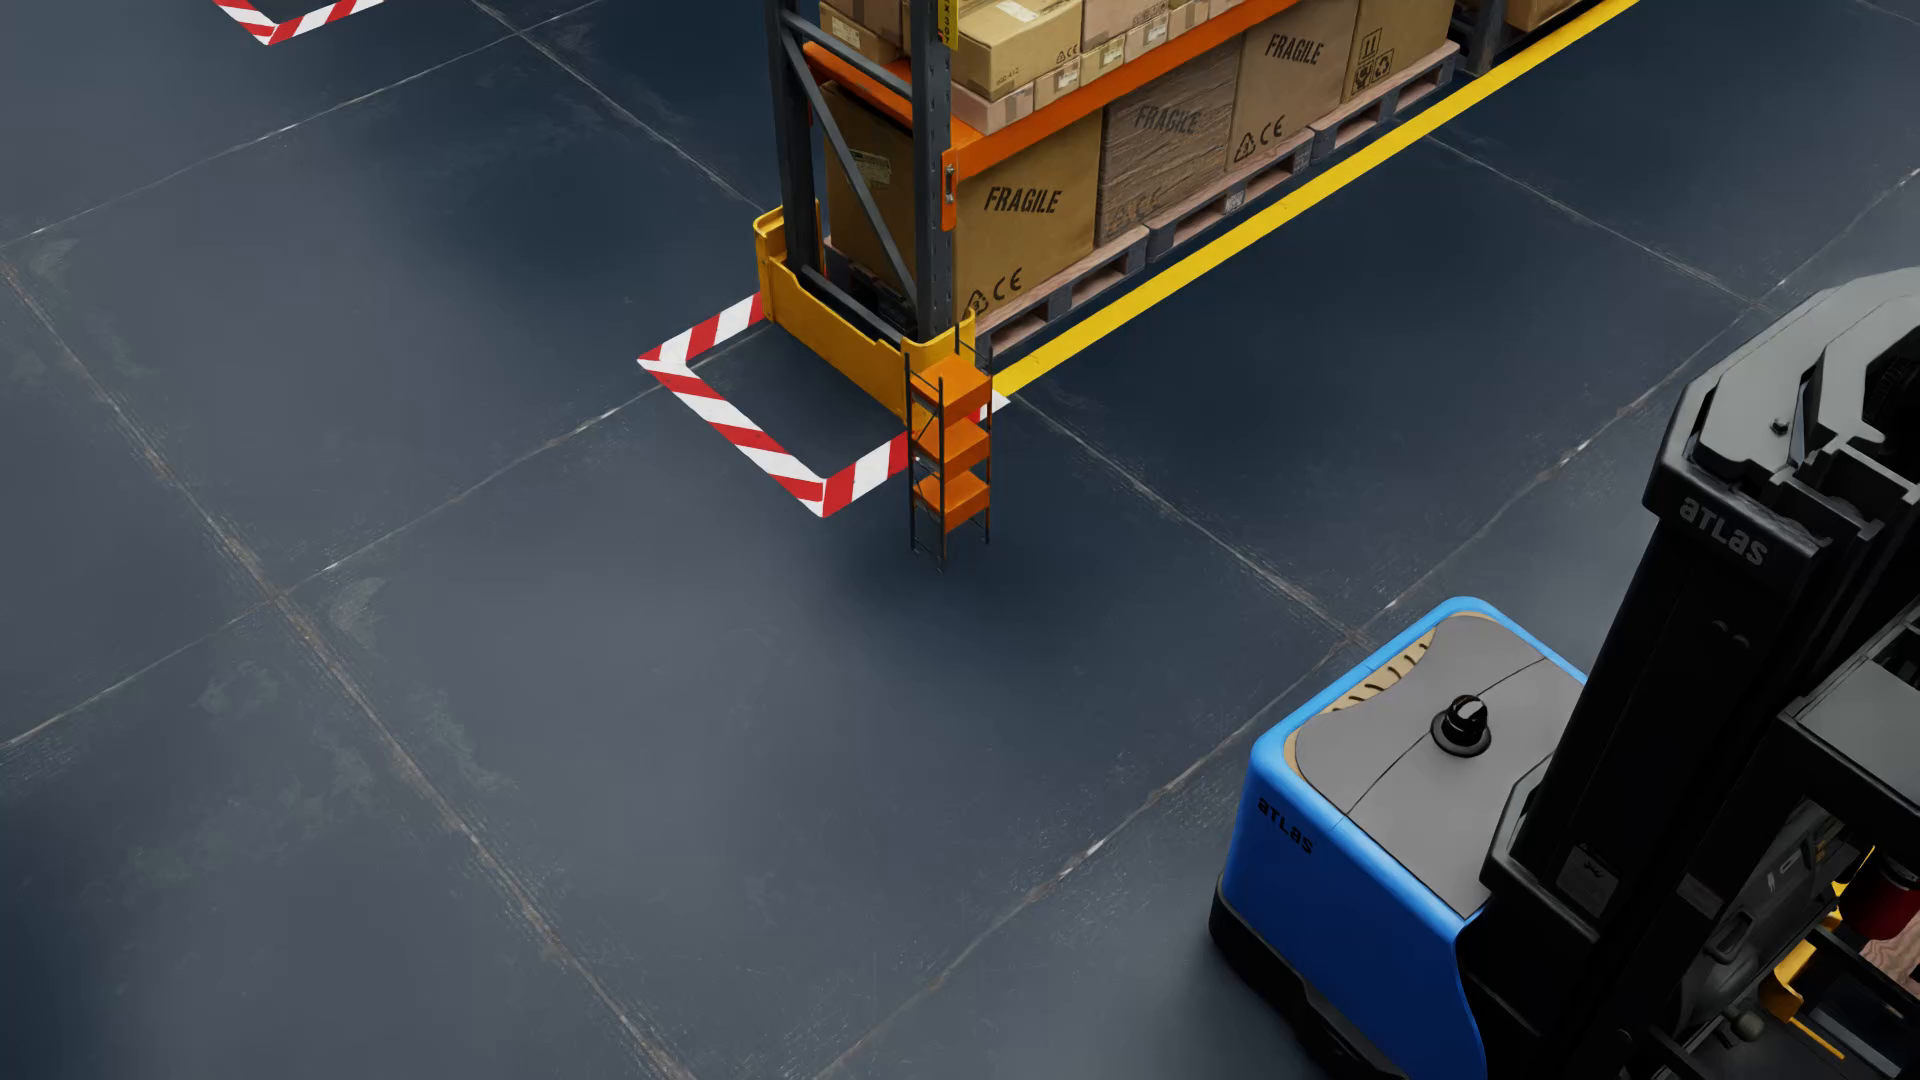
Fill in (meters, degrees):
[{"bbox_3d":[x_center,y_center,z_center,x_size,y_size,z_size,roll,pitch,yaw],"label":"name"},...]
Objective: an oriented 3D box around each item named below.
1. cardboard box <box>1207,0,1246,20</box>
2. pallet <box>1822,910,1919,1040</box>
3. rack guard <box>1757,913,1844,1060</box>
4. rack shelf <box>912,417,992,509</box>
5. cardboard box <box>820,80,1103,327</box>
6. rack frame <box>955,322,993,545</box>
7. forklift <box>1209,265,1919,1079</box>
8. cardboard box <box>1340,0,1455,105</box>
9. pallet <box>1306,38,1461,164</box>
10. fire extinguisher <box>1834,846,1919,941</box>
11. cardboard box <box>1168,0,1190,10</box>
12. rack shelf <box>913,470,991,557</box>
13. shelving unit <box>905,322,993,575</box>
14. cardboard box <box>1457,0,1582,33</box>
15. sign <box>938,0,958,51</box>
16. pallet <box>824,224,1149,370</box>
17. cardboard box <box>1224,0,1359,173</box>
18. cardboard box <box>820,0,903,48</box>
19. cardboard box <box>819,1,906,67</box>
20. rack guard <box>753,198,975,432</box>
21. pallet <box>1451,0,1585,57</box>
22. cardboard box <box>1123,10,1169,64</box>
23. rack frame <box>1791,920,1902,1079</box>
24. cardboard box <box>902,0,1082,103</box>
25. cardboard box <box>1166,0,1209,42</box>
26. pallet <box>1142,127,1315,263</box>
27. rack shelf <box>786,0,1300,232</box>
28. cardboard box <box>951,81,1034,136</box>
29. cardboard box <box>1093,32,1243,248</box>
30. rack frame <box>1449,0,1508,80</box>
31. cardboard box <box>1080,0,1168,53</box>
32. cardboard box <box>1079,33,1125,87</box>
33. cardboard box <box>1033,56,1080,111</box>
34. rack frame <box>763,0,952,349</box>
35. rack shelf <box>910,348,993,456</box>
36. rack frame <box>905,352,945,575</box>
[{"bbox_3d":[1.022,-2.420,7.166,0.250,0.149,0.380,-34,56,-27],"label":"cardboard box"},{"bbox_3d":[3.556,1.380,5.386,1.213,0.211,1.003,-34,56,-27],"label":"pallet"},{"bbox_3d":[2.911,1.688,4.906,0.348,0.500,1.175,-34,56,-27],"label":"rack guard"},{"bbox_3d":[-0.040,-0.322,6.401,0.240,0.259,0.215,-34,56,-27],"label":"rack shelf"},{"bbox_3d":[0.008,-1.654,7.448,0.875,0.875,0.875,-34,56,-27],"label":"cardboard box"},{"bbox_3d":[0.051,-0.390,6.449,0.008,1.050,0.200,-34,56,-27],"label":"rack frame"},{"bbox_3d":[2.143,0.949,3.933,1.130,2.935,3.031,-31,54,-25],"label":"forklift"},{"bbox_3d":[2.005,-2.989,8.680,0.875,0.875,0.875,-34,56,-27],"label":"cardboard box"},{"bbox_3d":[1.932,-2.570,9.031,1.213,0.211,1.003,-34,56,-27],"label":"pallet"},{"bbox_3d":[2.503,0.802,4.329,0.183,0.674,0.296,-34,56,-27],"label":"fire extinguisher"},{"bbox_3d":[0.879,-2.519,6.987,0.500,0.250,0.500,-36,57,-28],"label":"cardboard box"},{"bbox_3d":[-0.040,-0.134,6.605,0.240,0.259,0.215,-34,56,-27],"label":"rack shelf"},{"bbox_3d":[-0.040,-0.330,6.393,0.252,1.050,0.215,-34,56,-27],"label":"shelving unit"},{"bbox_3d":[3.008,-3.599,9.243,0.875,0.875,1.225,-34,56,-27],"label":"cardboard box"},{"bbox_3d":[-0.043,-1.887,5.861,0.005,0.325,0.100,-34,56,-27],"label":"sign"},{"bbox_3d":[0.127,-1.364,7.918,1.213,0.211,1.003,-34,56,-27],"label":"pallet"},{"bbox_3d":[1.339,-2.544,8.269,0.875,0.875,0.875,-34,56,-27],"label":"cardboard box"},{"bbox_3d":[-0.232,-2.306,6.789,0.500,0.250,0.500,-35,56,-28],"label":"cardboard box"},{"bbox_3d":[-0.370,-2.142,6.909,0.250,0.149,0.380,-33,55,-27],"label":"cardboard box"},{"bbox_3d":[-0.430,-1.012,7.397,0.348,0.500,1.175,-34,56,-27],"label":"rack guard"},{"bbox_3d":[3.068,-3.326,9.729,1.213,0.211,1.003,-34,56,-27],"label":"pallet"},{"bbox_3d":[0.643,-2.167,6.932,0.250,0.149,0.380,-35,56,-28],"label":"cardboard box"},{"bbox_3d":[2.920,0.821,4.004,0.127,3.000,1.000,-34,56,-27],"label":"rack frame"},{"bbox_3d":[0.125,-2.012,6.519,0.500,0.250,0.500,-35,56,-28],"label":"cardboard box"},{"bbox_3d":[0.832,-2.292,7.048,0.250,0.149,0.380,-35,56,-28],"label":"cardboard box"},{"bbox_3d":[1.029,-1.964,8.472,1.213,0.211,1.003,-34,56,-27],"label":"pallet"},{"bbox_3d":[1.068,-2.617,7.666,4.000,0.370,1.077,-34,56,-27],"label":"rack shelf"},{"bbox_3d":[0.073,-1.783,6.578,0.250,0.149,0.380,-33,55,-27],"label":"cardboard box"},{"bbox_3d":[0.681,-2.104,7.863,0.875,0.875,0.875,-34,56,-27],"label":"cardboard box"},{"bbox_3d":[2.547,-3.850,8.314,0.127,3.000,1.000,-34,56,-27],"label":"rack frame"},{"bbox_3d":[0.505,-2.273,6.759,0.500,0.250,0.500,-34,56,-28],"label":"cardboard box"},{"bbox_3d":[0.451,-2.037,6.813,0.250,0.149,0.380,-35,56,-28],"label":"cardboard box"},{"bbox_3d":[0.261,-1.910,6.696,0.250,0.149,0.380,-35,56,-28],"label":"cardboard box"},{"bbox_3d":[-0.412,-1.872,6.489,0.127,3.000,1.000,-34,56,-27],"label":"rack frame"},{"bbox_3d":[-0.040,-0.515,6.192,0.240,0.259,0.215,-34,56,-27],"label":"rack shelf"},{"bbox_3d":[-0.130,-0.269,6.337,0.008,1.050,0.200,-34,56,-27],"label":"rack frame"}]
